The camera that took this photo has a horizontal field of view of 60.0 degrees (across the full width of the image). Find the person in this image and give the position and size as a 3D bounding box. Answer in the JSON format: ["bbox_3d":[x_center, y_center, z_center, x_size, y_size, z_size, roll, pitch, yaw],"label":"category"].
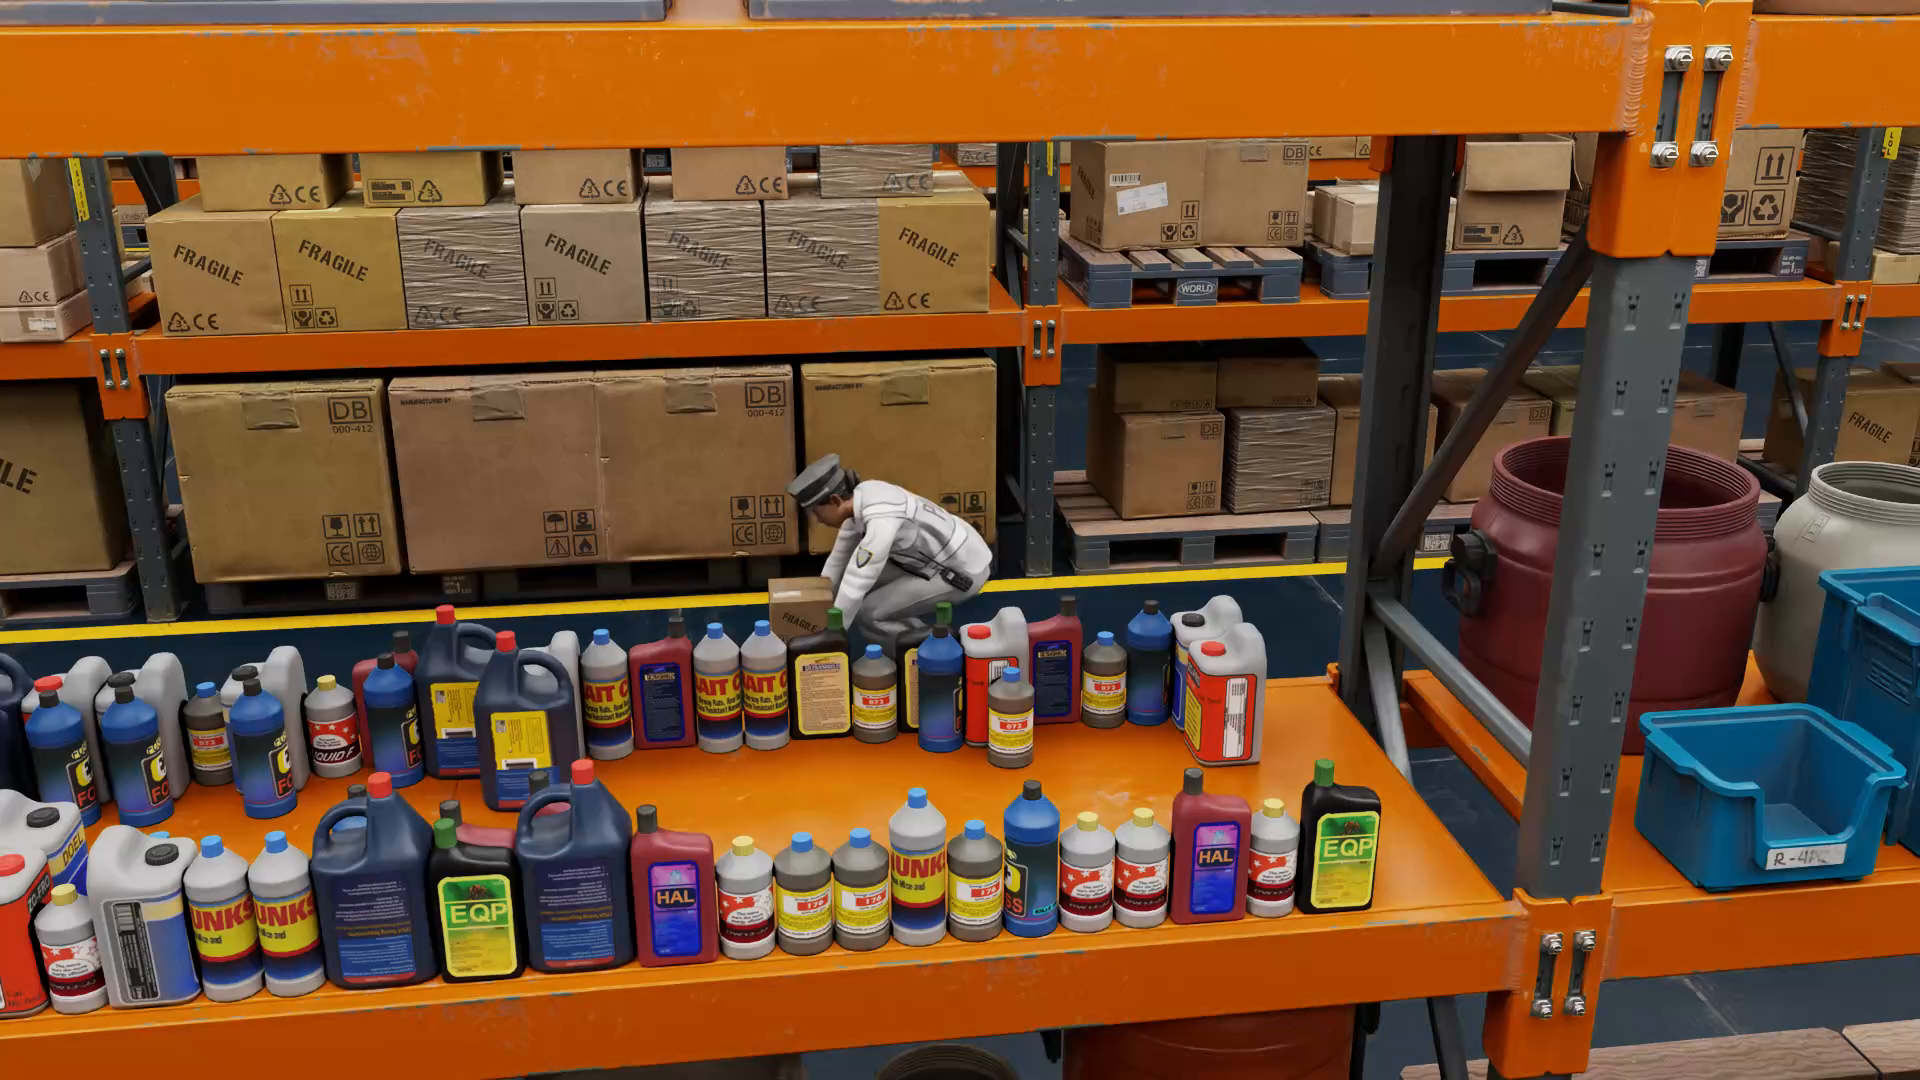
[{"bbox_3d":[-0.281,0.127,6.673,0.820,1.020,0.459,-3,20,-8],"label":"person"}]
